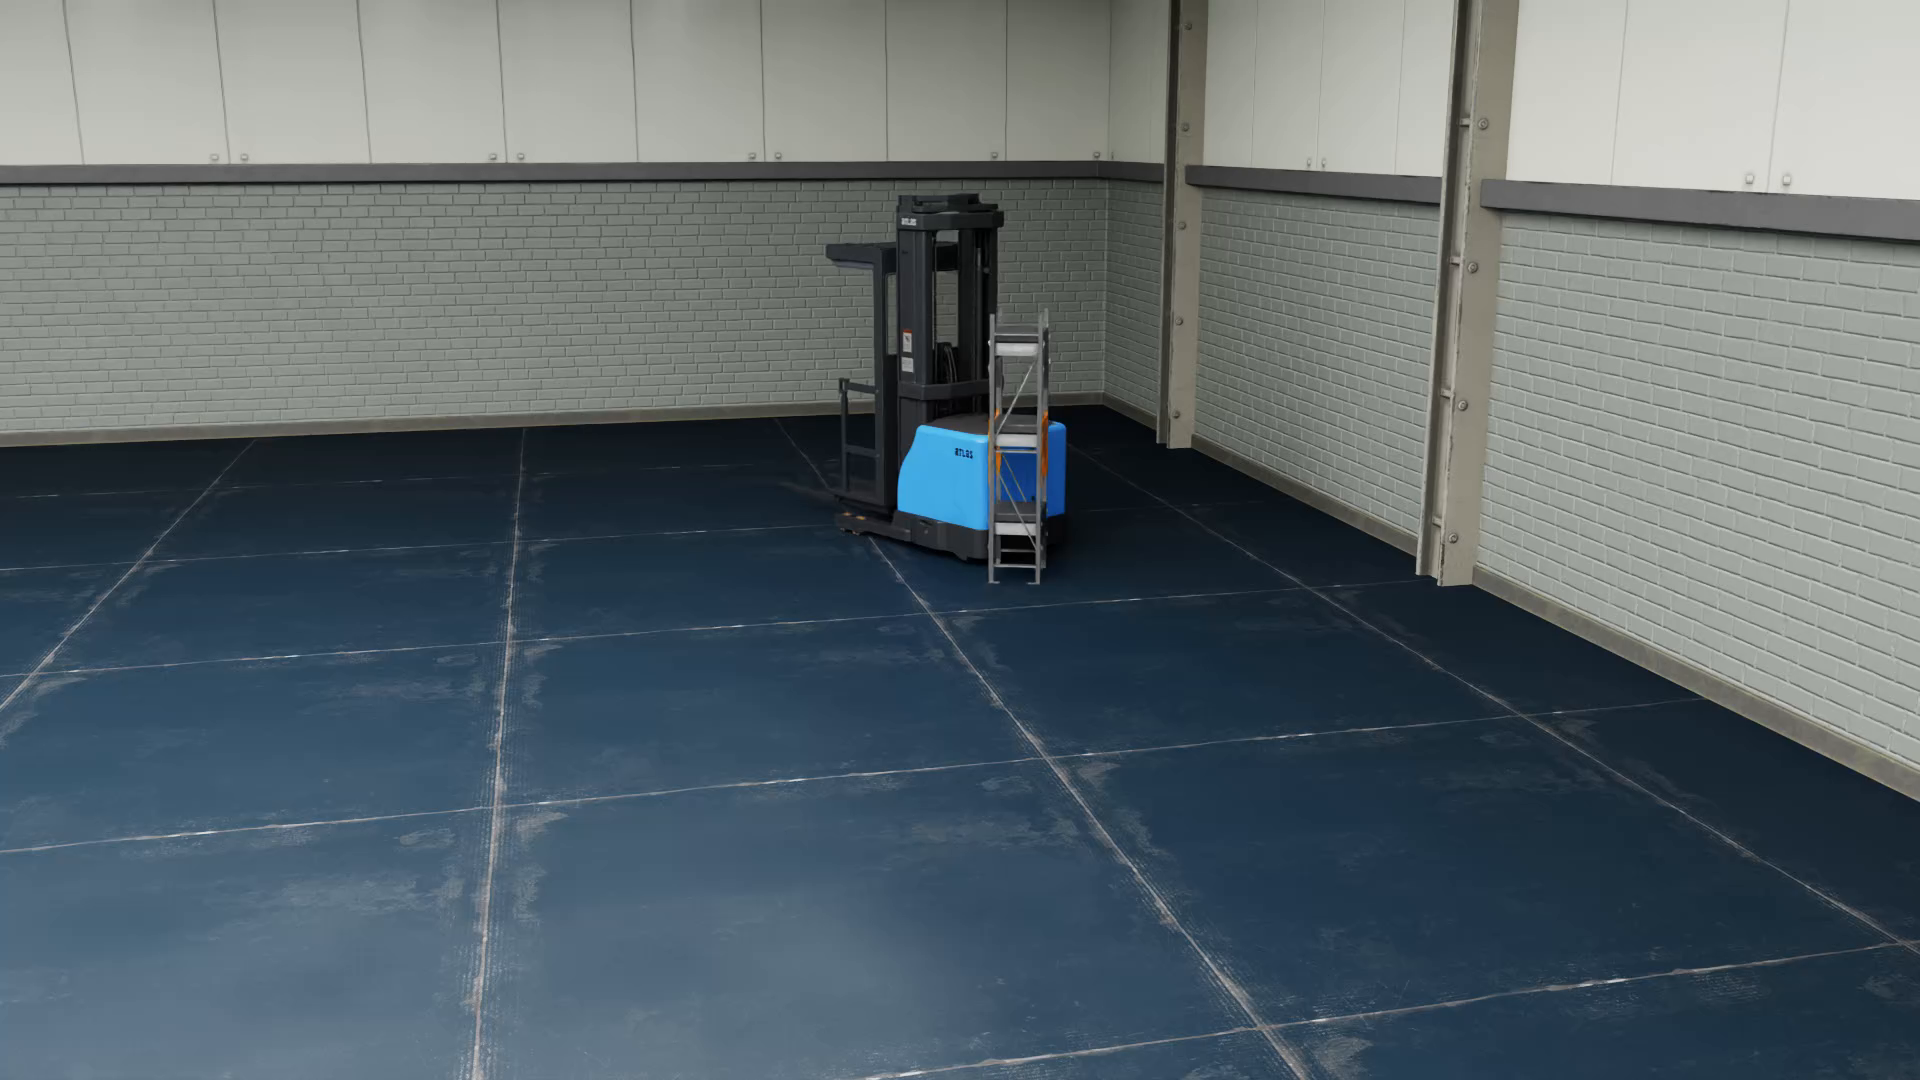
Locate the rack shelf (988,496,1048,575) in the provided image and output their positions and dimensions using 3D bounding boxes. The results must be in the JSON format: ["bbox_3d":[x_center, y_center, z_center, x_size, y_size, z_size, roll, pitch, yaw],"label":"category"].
[{"bbox_3d":[0.462,-0.042,13.181,0.431,0.518,0.480,2,14,8],"label":"rack shelf"}]

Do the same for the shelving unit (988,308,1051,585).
[{"bbox_3d":[0.462,-0.735,13.011,0.431,2.100,0.503,2,14,8],"label":"shelving unit"}]

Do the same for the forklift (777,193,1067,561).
[{"bbox_3d":[-0.463,-1.538,14.545,1.130,2.935,3.031,-12,18,-41],"label":"forklift"}]

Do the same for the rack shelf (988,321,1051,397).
[{"bbox_3d":[0.462,-1.402,12.849,0.431,0.518,0.480,2,14,8],"label":"rack shelf"}]

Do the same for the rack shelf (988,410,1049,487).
[{"bbox_3d":[0.462,-0.722,13.015,0.431,0.518,0.480,2,14,8],"label":"rack shelf"}]

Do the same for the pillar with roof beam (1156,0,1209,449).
[{"bbox_3d":[-1.749,-5.210,16.790,9.100,9.000,0.400,-3,14,-13],"label":"pillar with roof beam"}]

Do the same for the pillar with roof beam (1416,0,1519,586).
[{"bbox_3d":[-0.340,-3.825,11.124,9.100,9.000,0.400,-3,14,-13],"label":"pillar with roof beam"}]

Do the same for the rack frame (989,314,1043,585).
[{"bbox_3d":[0.427,-0.678,12.777,0.400,2.100,0.015,2,14,8],"label":"rack frame"}]

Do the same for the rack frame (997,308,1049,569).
[{"bbox_3d":[0.496,-0.792,13.246,0.400,2.100,0.015,2,14,8],"label":"rack frame"}]
